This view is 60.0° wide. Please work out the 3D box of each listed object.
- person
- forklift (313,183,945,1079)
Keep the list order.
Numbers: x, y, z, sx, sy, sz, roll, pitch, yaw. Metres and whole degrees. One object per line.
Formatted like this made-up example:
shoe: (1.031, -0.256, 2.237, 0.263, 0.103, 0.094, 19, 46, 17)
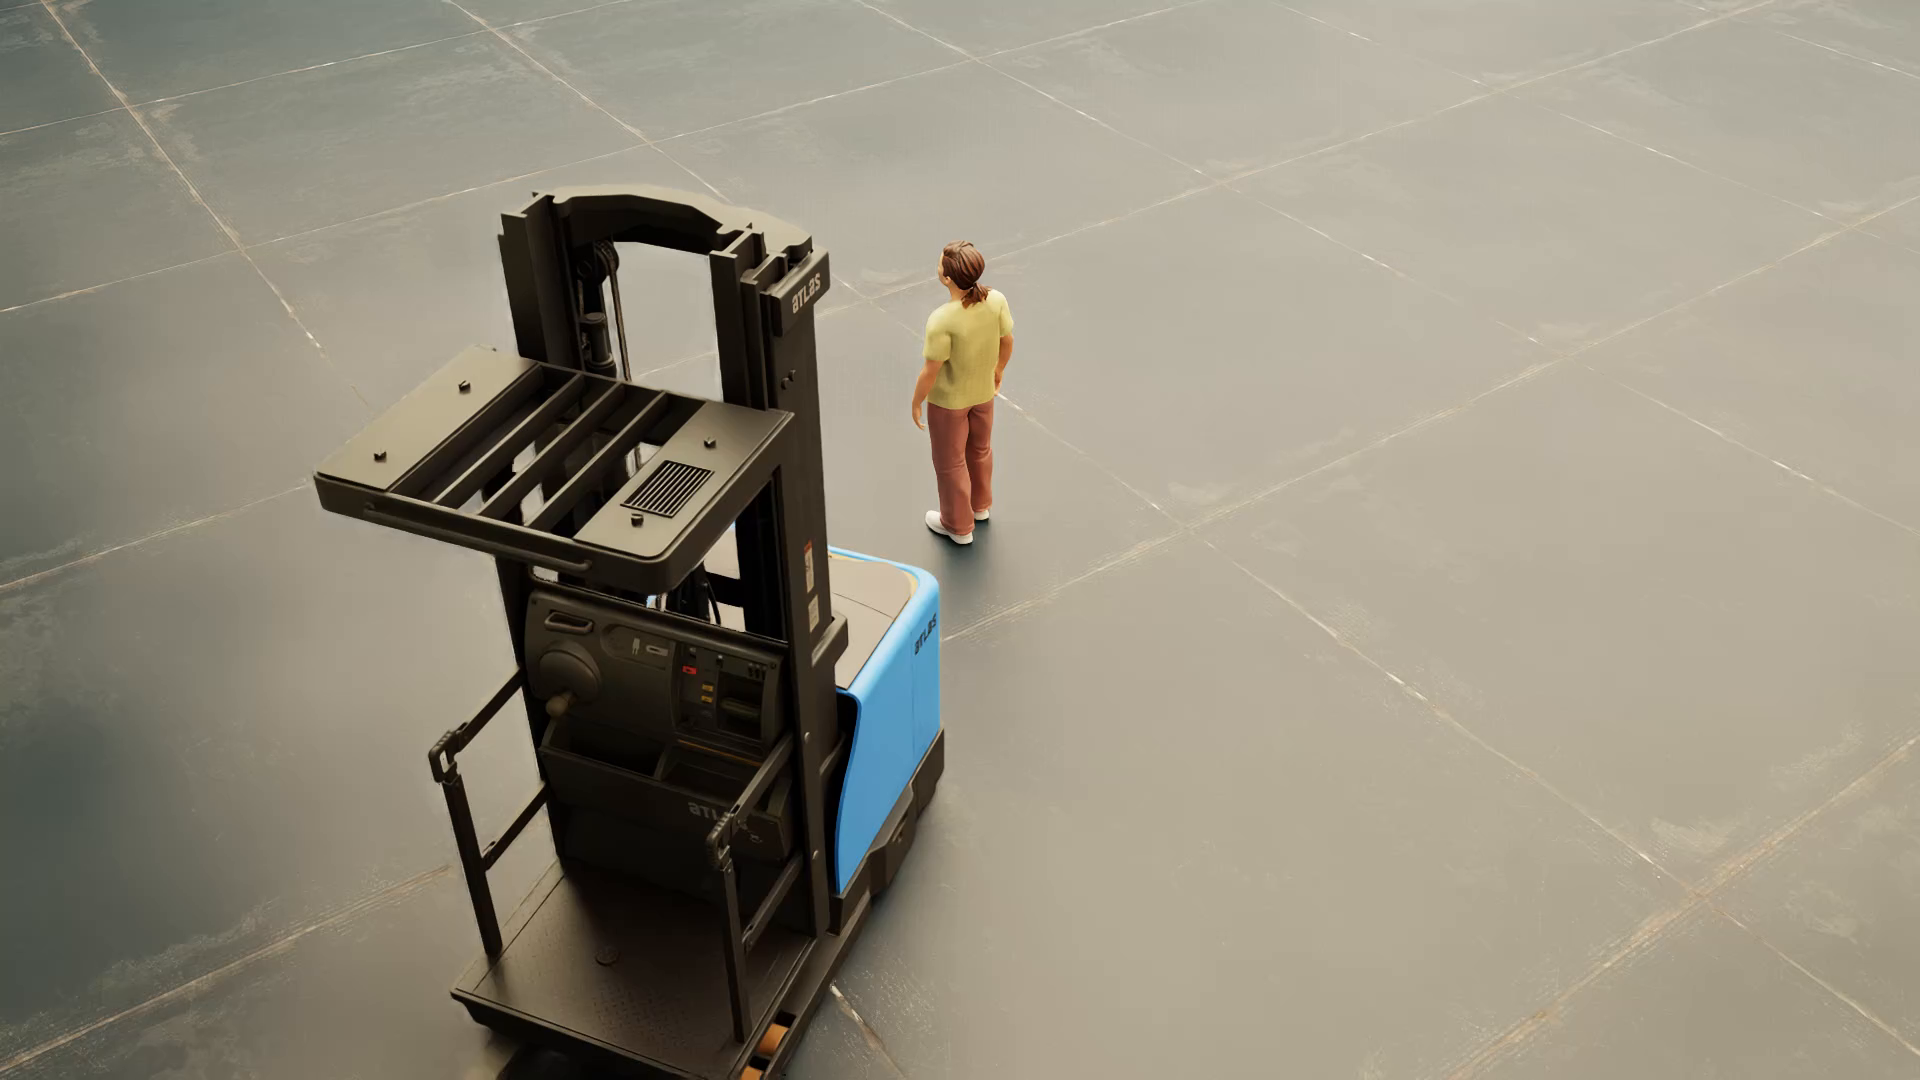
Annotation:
person: (-0.034, -0.719, 7.961, 0.555, 1.675, 0.549, -23, 42, -28)
forklift: (-1.083, 0.515, 5.248, 1.130, 2.935, 3.031, 13, 39, 17)
